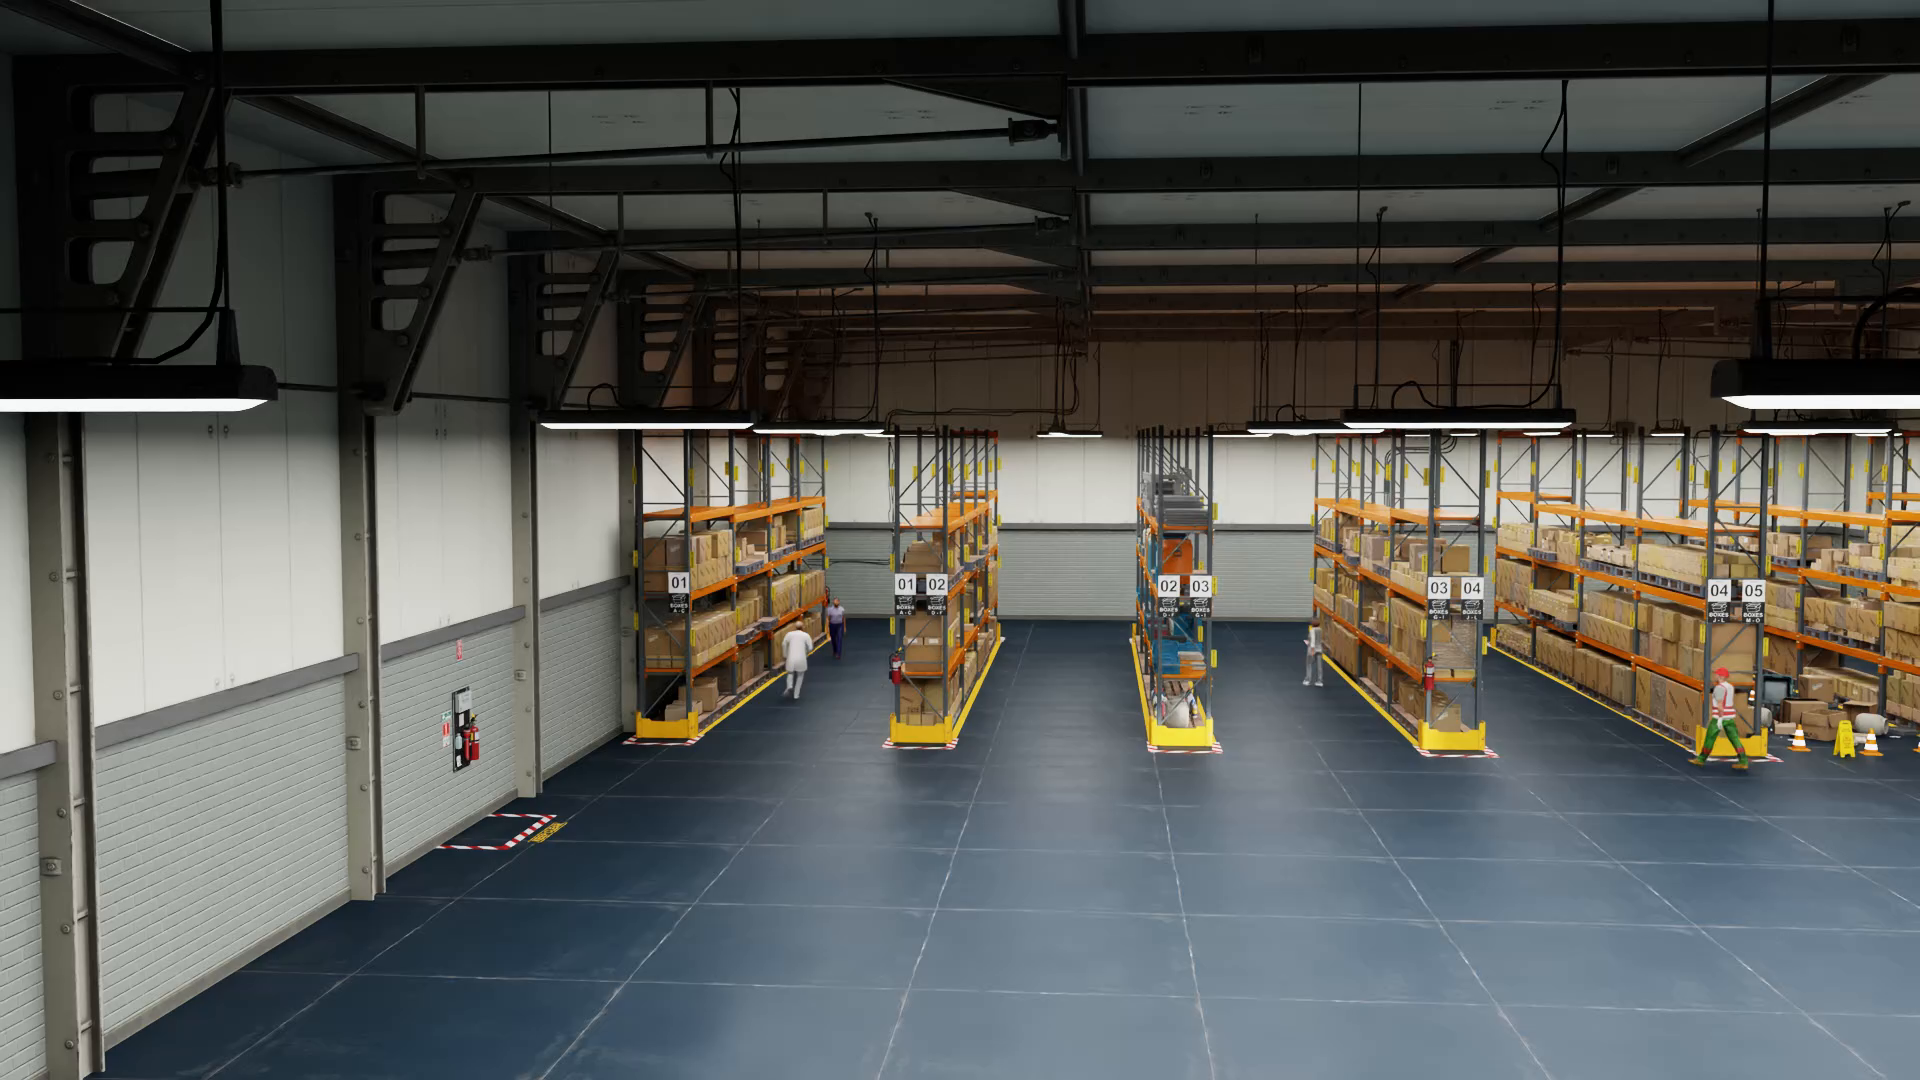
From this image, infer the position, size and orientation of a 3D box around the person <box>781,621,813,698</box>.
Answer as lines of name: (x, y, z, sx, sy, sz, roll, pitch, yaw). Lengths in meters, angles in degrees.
person: (-3.632, 2.661, 37.075, 0.705, 1.679, 0.825, 0, 3, 7)

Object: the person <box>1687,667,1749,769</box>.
person: (13.236, 3.085, 28.927, 0.531, 1.737, 1.010, -2, 4, -30)

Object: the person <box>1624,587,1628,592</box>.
person: (18.779, 2.052, 47.060, 0.663, 1.654, 0.458, 0, 3, 3)

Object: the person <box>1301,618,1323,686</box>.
person: (8.289, 2.610, 38.745, 0.409, 1.593, 0.735, -1, 4, -15)

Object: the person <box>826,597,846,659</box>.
person: (-3.265, 2.298, 43.620, 0.494, 1.581, 1.053, 0, 3, 3)
